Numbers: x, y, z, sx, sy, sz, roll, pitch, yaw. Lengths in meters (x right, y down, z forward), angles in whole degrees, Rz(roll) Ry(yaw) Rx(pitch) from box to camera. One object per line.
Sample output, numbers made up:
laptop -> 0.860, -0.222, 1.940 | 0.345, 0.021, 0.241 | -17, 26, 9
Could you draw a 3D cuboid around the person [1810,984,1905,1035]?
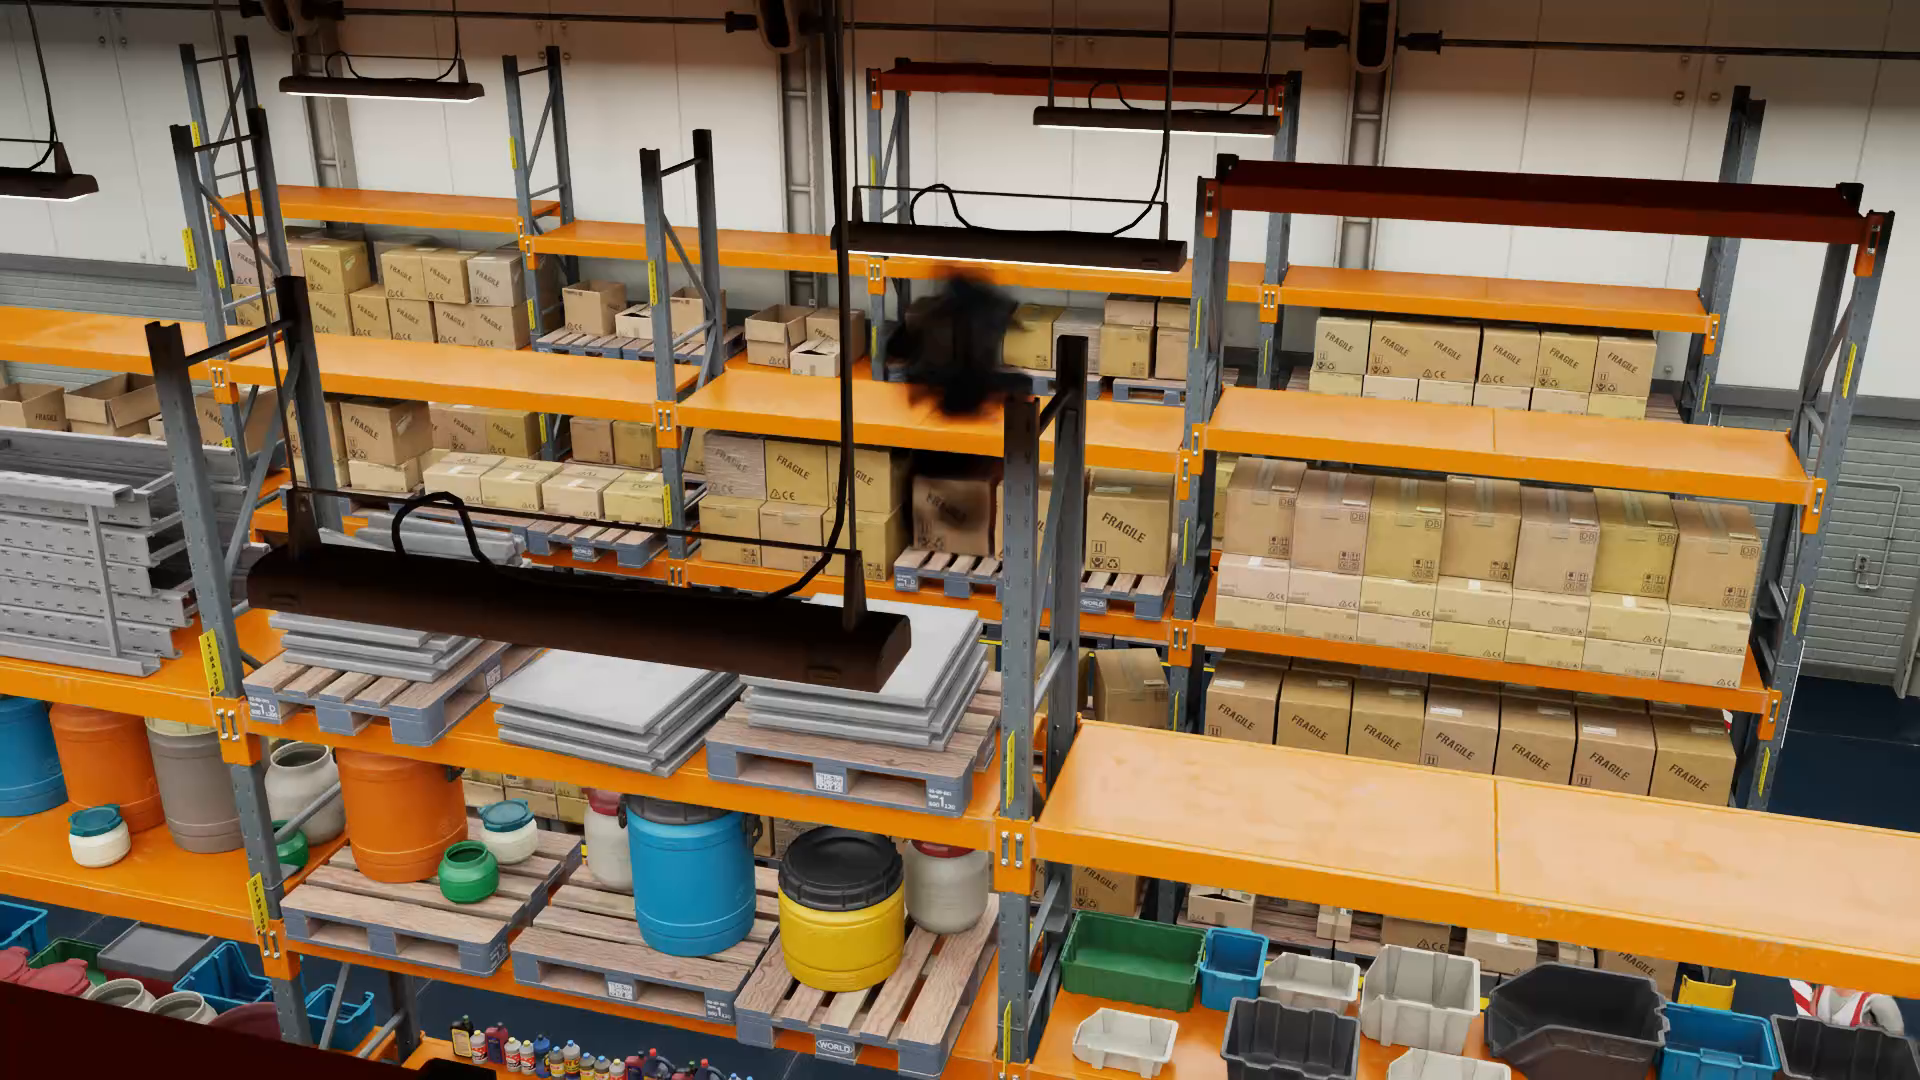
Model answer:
person -> 5.593, 3.299, 10.611 | 0.563, 1.708, 0.661 | -13, 26, -28
